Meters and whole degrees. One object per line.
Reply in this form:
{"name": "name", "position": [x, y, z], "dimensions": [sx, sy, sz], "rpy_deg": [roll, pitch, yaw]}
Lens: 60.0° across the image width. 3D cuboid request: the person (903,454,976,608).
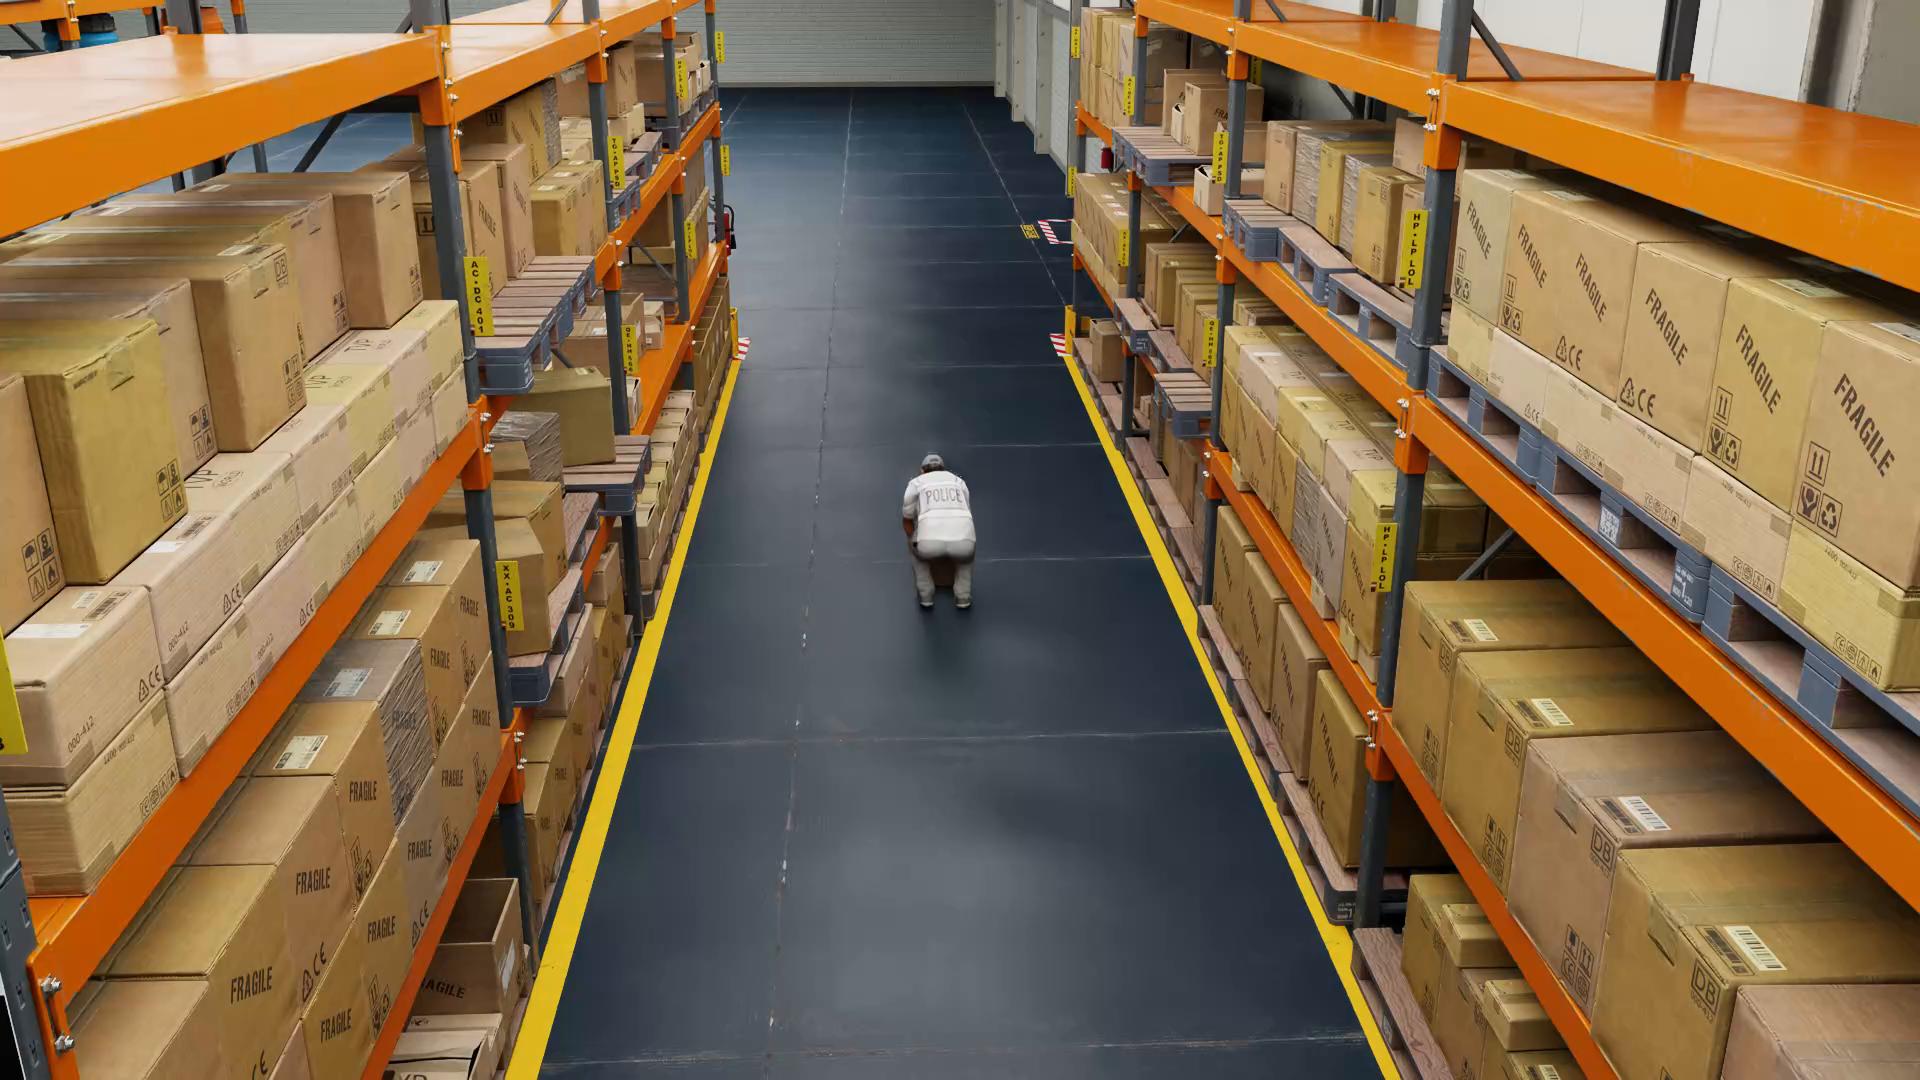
{"name": "person", "position": [-0.148, -0.041, 12.120], "dimensions": [0.530, 1.016, 0.843], "rpy_deg": [-1, 21, -3]}
